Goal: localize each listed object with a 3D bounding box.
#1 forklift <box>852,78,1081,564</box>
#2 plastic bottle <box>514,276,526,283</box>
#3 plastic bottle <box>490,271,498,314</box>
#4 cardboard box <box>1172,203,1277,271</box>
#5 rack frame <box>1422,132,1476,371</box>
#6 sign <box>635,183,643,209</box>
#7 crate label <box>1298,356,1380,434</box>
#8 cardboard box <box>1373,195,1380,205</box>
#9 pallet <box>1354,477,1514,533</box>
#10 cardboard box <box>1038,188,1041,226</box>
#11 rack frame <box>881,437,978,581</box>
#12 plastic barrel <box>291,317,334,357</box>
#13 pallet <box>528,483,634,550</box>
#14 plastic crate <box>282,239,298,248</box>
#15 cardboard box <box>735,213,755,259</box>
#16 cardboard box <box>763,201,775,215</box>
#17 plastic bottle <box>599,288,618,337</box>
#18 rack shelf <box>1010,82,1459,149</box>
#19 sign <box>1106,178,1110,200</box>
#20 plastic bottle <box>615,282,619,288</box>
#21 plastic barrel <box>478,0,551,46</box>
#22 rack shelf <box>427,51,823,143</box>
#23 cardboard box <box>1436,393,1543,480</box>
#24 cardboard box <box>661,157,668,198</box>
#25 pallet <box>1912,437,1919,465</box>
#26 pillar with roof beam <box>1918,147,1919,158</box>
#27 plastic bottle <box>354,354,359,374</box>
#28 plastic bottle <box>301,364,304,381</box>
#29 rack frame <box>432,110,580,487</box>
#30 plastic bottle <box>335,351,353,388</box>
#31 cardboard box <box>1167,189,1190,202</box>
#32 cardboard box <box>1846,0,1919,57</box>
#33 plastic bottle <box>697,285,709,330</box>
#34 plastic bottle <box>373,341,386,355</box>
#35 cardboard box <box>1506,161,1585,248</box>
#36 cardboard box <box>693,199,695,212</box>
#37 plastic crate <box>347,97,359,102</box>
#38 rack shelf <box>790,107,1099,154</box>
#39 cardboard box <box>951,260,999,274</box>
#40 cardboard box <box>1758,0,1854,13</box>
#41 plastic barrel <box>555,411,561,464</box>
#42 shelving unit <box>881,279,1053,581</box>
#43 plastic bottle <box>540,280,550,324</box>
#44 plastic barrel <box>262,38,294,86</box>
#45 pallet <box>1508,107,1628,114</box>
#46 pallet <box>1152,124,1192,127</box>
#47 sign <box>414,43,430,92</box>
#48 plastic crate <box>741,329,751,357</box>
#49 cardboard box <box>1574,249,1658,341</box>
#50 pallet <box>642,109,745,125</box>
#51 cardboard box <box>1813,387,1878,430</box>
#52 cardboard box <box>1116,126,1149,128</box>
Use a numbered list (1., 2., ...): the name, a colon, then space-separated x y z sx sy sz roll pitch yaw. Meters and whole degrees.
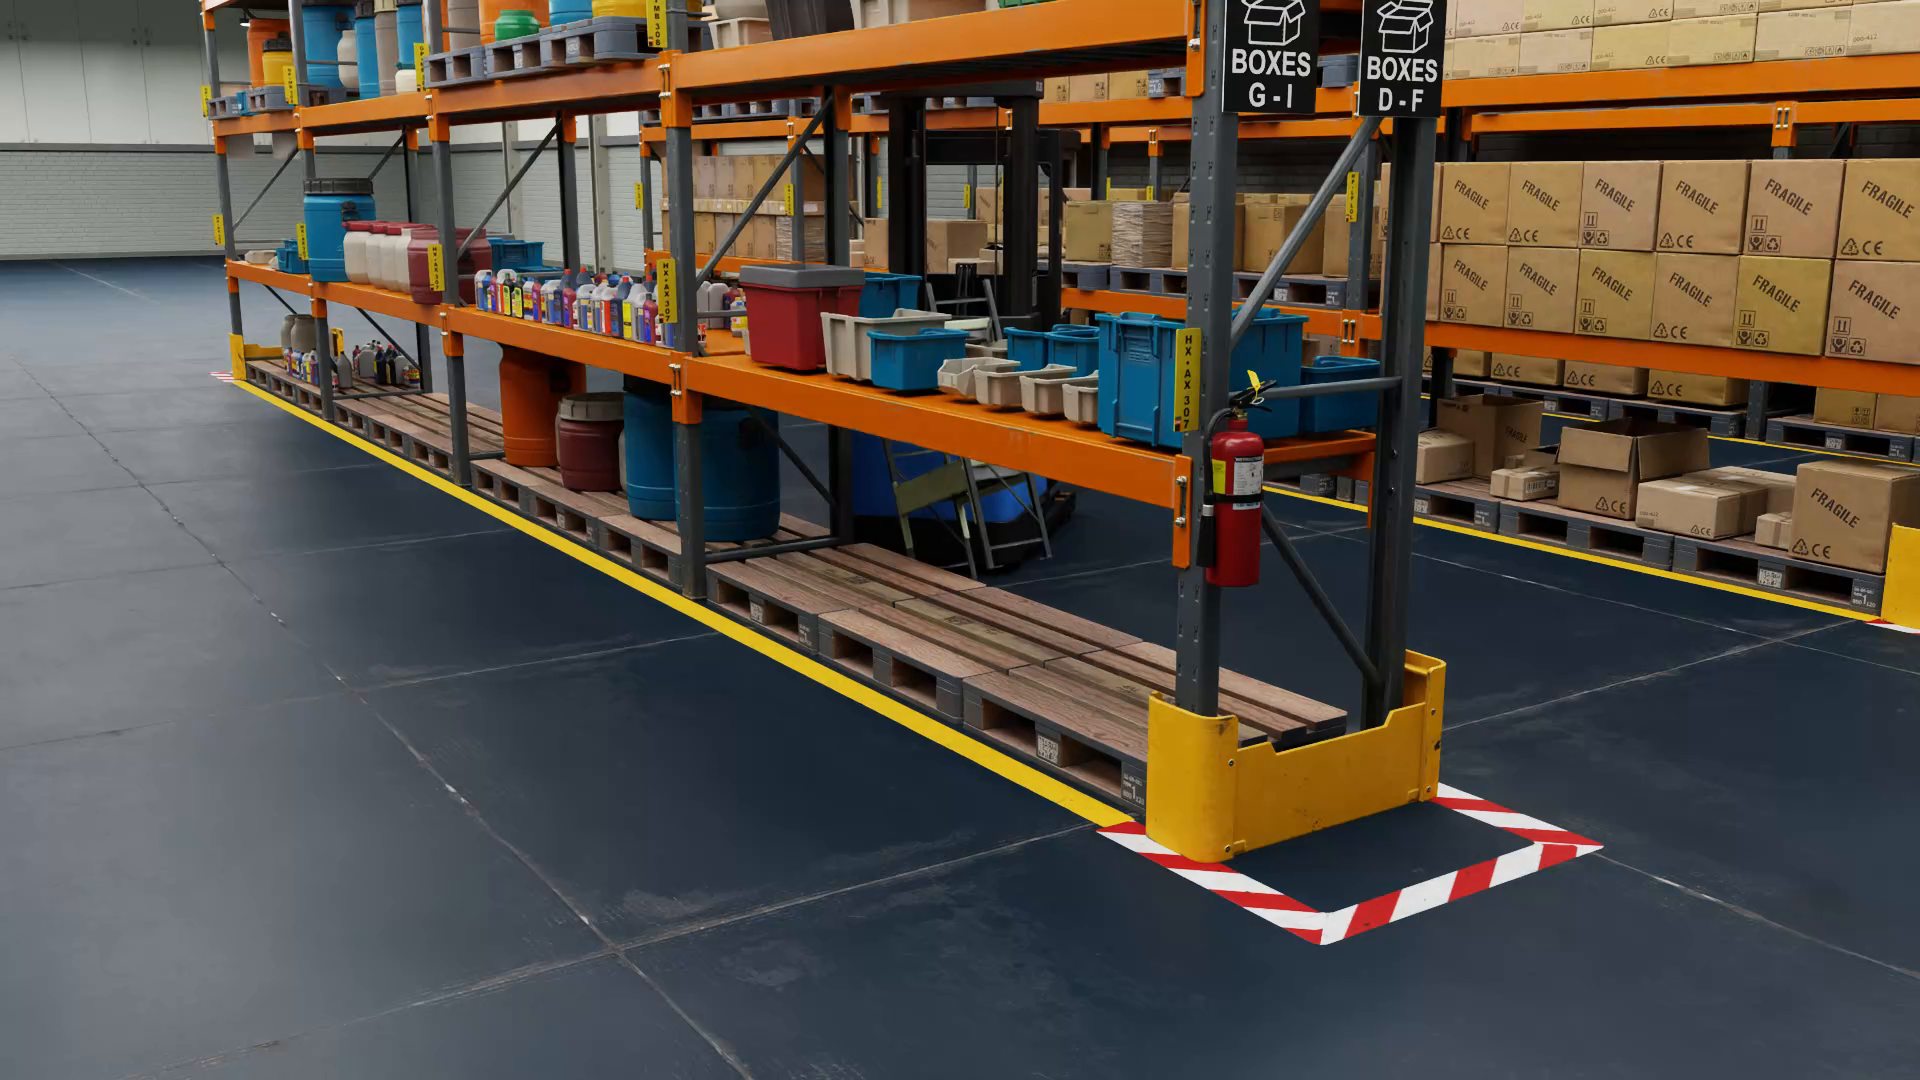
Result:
1. forklift: 0.152 -1.563 10.646 1.130 2.935 3.031 3 13 14
2. plastic bottle: -2.942 -1.641 11.147 0.097 0.271 0.097 0 12 0
3. plastic bottle: -3.147 -1.682 11.306 0.061 0.283 0.133 -8 15 -33
4. cardboard box: 2.050 -2.353 12.885 0.500 0.500 0.700 11 16 41
5. rack frame: 4.986 -3.091 17.475 1.000 3.000 0.127 -8 15 -33
6. sign: -4.033 -4.324 20.900 0.100 0.325 0.005 -8 15 -33
7. crate label: 1.308 -0.526 5.997 0.416 0.233 0.303 -8 15 -33
8. cardboard box: 4.717 -3.437 17.794 0.700 0.500 0.500 -10 16 -39
9. pallet: 3.460 -0.308 11.276 1.003 0.211 1.213 -8 15 -33
10. cardboard box: 1.115 -4.514 22.533 0.500 0.500 0.500 -9 15 -35
11. rack frame: -0.233 -0.476 9.174 0.400 1.500 0.023 -10 -5 -33
12. plastic barrel: -6.988 -2.134 17.938 0.421 0.512 0.421 0 12 0
13. pallet: -2.118 -0.204 10.801 1.003 0.211 1.213 -8 15 -33
14. plastic crate: -7.167 -3.215 18.390 0.499 0.251 0.616 -8 15 -33
15. cardboard box: -2.175 -3.525 19.226 0.700 0.500 0.500 -8 15 -32
16. cardboard box: -1.963 -3.695 18.483 0.380 0.149 0.250 -9 15 -34
17. plastic bottle: -2.014 -1.333 9.726 0.152 0.276 0.135 -8 15 -33
18. rack shelf: 1.972 -3.262 12.921 1.077 0.370 4.000 -8 15 -33
19. sign: 1.311 -3.097 14.977 0.100 0.325 0.005 -8 15 -33
20. plastic bottle: -2.344 -1.684 11.507 0.097 0.201 0.097 0 12 0
21. plastic barrel: -2.949 -3.697 11.238 0.600 0.830 0.708 -8 15 -33
22. rack shelf: -2.153 -2.677 10.243 1.077 0.370 4.000 -8 15 -33
23. cardboard box: 3.632 -0.719 11.448 0.500 0.500 0.500 -8 15 -33
24. cardboard box: -3.291 -4.515 20.718 0.700 0.500 0.500 -8 15 -33
25. pallet: 8.239 -0.656 12.866 1.003 0.211 1.213 -8 15 -33
26. pillar with roof beam: 4.726 -4.779 11.150 9.100 9.000 0.400 -8 15 -33
27. plastic bottle: -6.211 -1.823 17.199 0.097 0.201 0.097 0 12 0
28. plastic bottle: -6.534 -1.697 16.620 0.097 0.201 0.097 0 12 0
29. rack frame: -3.261 -1.918 12.113 1.000 3.000 0.127 -8 15 -33
30. plastic bottle: -5.954 -1.648 16.047 0.144 0.351 0.185 -8 15 -33
31. cardboard box: 2.683 -4.214 21.157 0.500 0.500 0.500 -9 15 -34
32. cardboard box: 4.793 -2.533 8.255 0.500 0.250 0.500 -8 15 -33
33. plastic bottle: -1.624 -1.420 10.126 0.152 0.276 0.135 -8 15 -33
34. plastic bottle: -5.919 -1.852 16.982 0.144 0.351 0.185 -8 15 -33
35. cardboard box: 3.678 -2.030 10.047 0.500 0.500 0.500 -9 15 -34
36. cardboard box: -3.106 -4.061 20.158 0.380 0.149 0.250 -8 15 -34
37. plastic crate: -6.125 -4.304 16.498 0.336 0.188 0.450 -8 15 -33
38. rack shelf: -0.244 -3.974 16.174 1.077 0.370 4.000 -8 15 -33
39. cardboard box: 0.136 -2.508 15.399 0.380 0.149 0.250 -8 15 -33
40. cardboard box: 4.523 -2.868 8.613 0.500 0.250 0.500 -8 15 -33
41. plastic barrel: -2.589 -0.733 11.534 0.421 0.512 0.421 0 12 0
42. shelving unit: -0.044 -0.543 8.868 0.431 1.500 0.755 -10 -5 -33
43. plastic bottle: -2.609 -1.511 10.551 0.097 0.271 0.097 0 12 0
44. plastic barrel: -6.956 -4.916 17.375 0.600 0.588 0.600 0 12 0
45. pallet: 6.009 -4.157 15.772 1.003 0.211 1.213 -7 14 -30
46. pallet: 3.023 -5.054 19.868 1.213 0.211 1.003 -8 15 -33
47. sign: -3.715 -3.266 11.500 0.100 0.325 0.005 -8 15 -33
48. plastic crate: -0.906 -1.008 8.425 0.396 0.136 0.243 -8 15 -33
49. cardboard box: 3.981 -1.448 9.729 0.500 0.500 0.500 -8 15 -34
50. pallet: -3.198 -5.220 20.397 1.003 0.211 1.213 -8 15 -33
51. cardboard box: 7.531 -1.218 13.780 0.700 0.500 0.500 -8 15 -32
52. cardboard box: 2.283 -5.387 20.674 0.500 0.500 0.500 -8 14 -31
